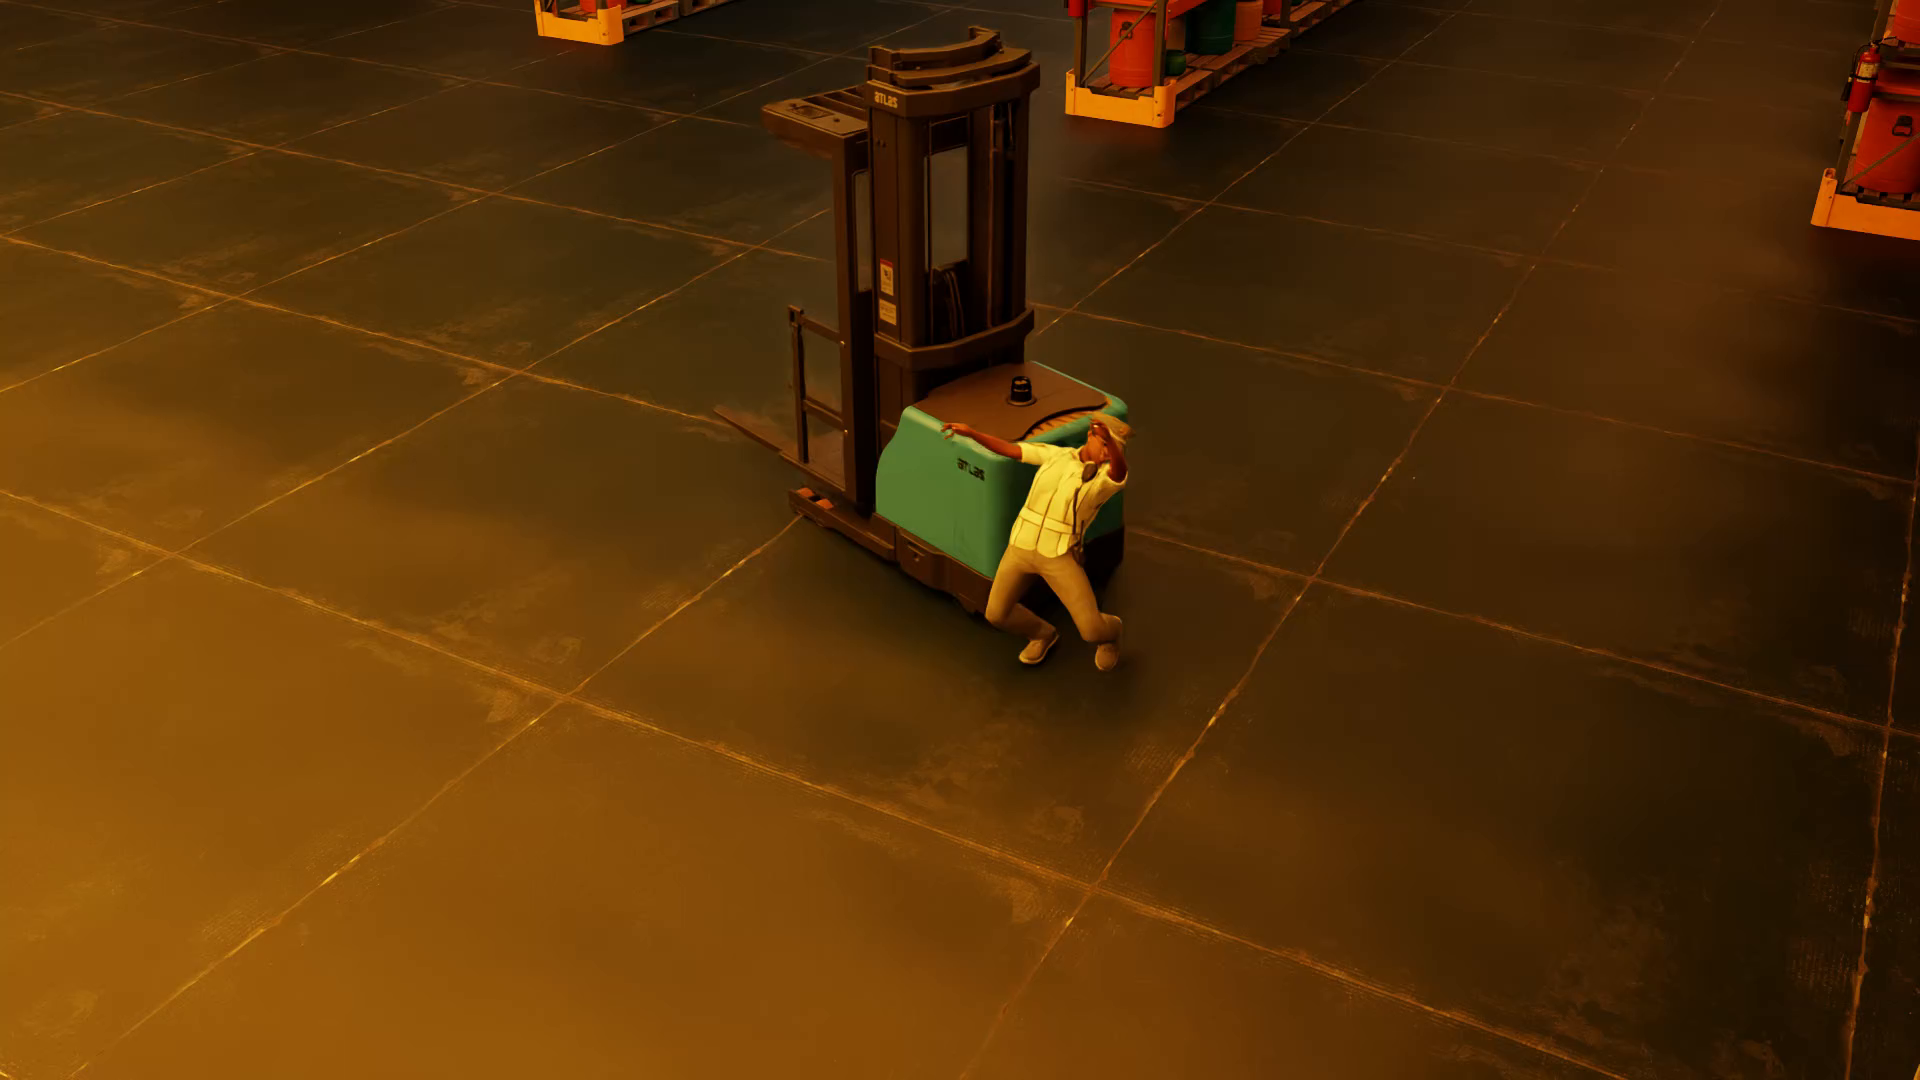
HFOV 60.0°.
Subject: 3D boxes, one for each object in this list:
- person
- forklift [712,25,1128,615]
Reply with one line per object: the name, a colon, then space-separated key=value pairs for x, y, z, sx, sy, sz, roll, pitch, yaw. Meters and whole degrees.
person: x=0.446 y=-0.083 z=8.536 sx=0.946 sy=1.579 sz=0.691 roll=15 pitch=33 yaw=24
forklift: x=-0.403 y=-1.498 z=9.667 sx=1.130 sy=2.935 sz=3.031 roll=-24 pitch=38 yaw=-35
